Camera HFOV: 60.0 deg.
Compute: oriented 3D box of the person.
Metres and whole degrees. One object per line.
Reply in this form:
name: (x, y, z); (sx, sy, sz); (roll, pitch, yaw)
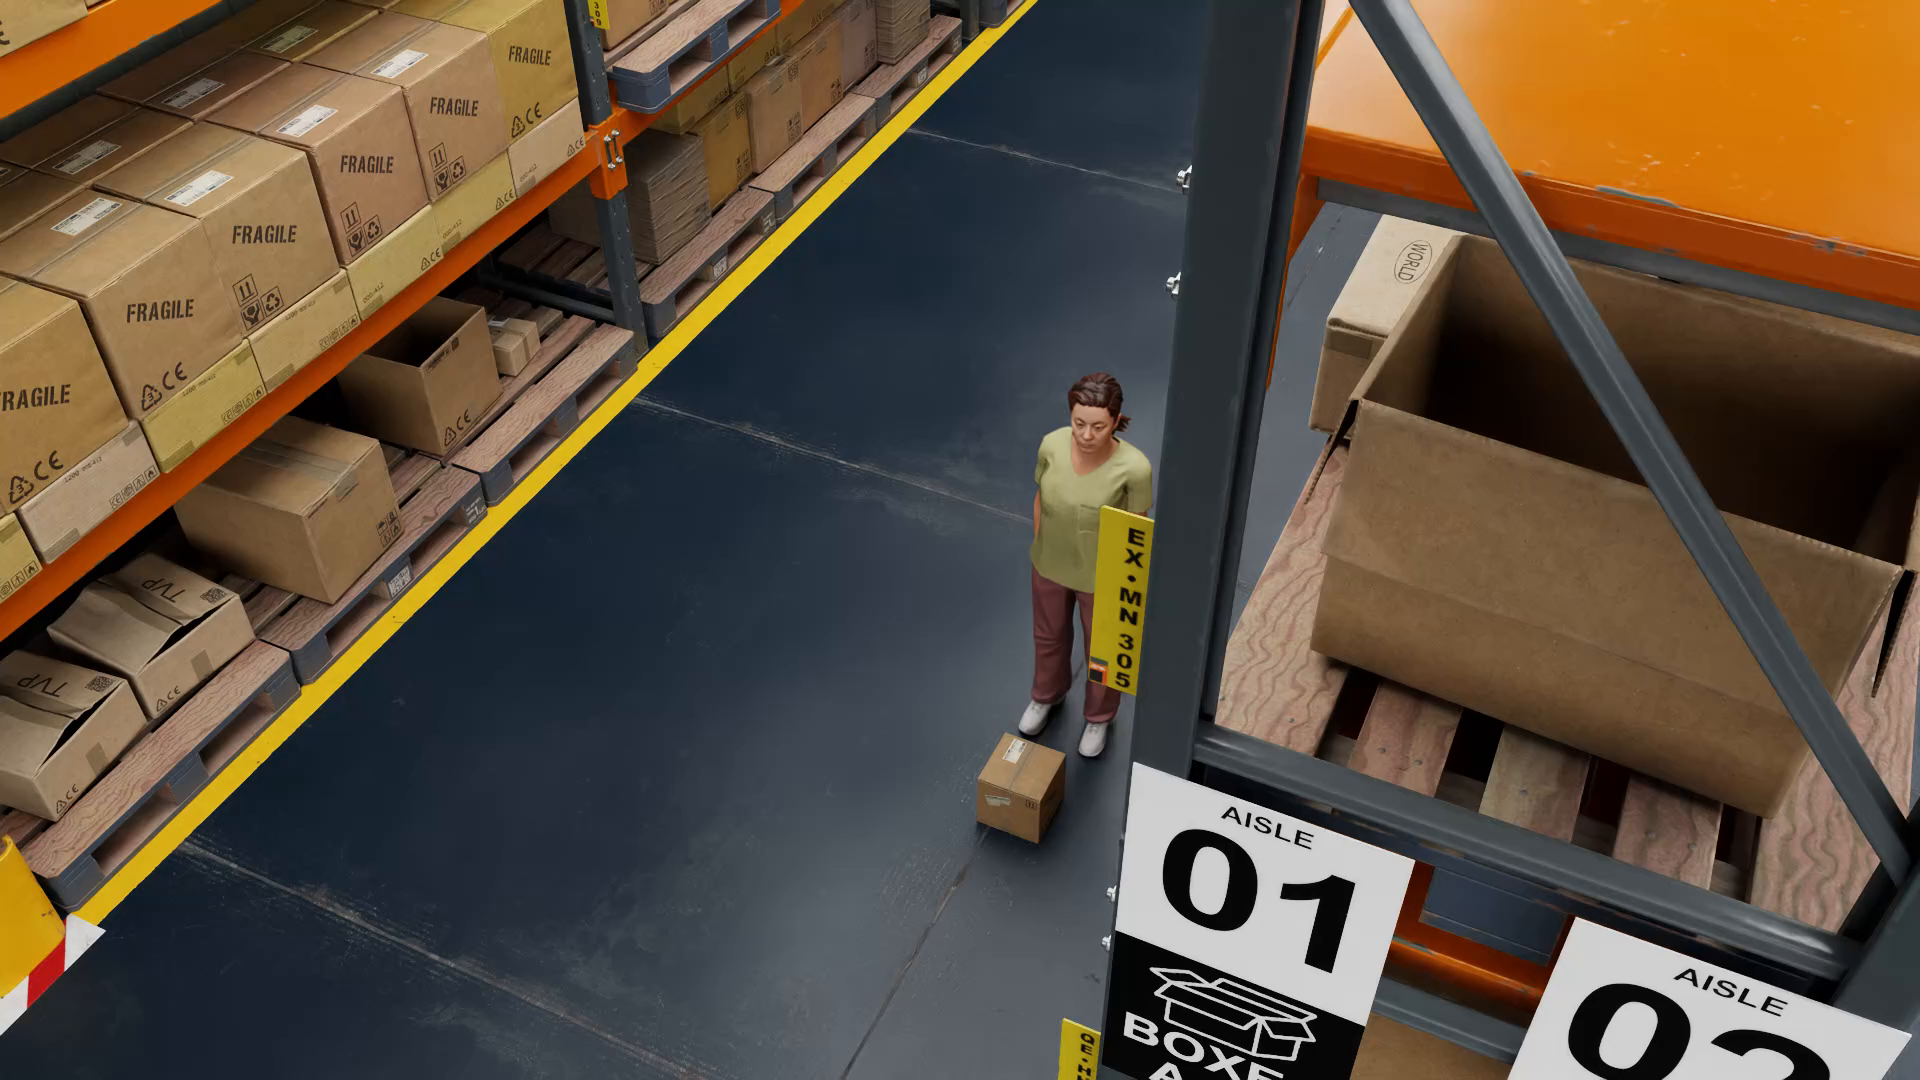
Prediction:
person: (0.453, 0.098, 6.052); (0.439, 1.674, 0.349); (18, 45, 19)
